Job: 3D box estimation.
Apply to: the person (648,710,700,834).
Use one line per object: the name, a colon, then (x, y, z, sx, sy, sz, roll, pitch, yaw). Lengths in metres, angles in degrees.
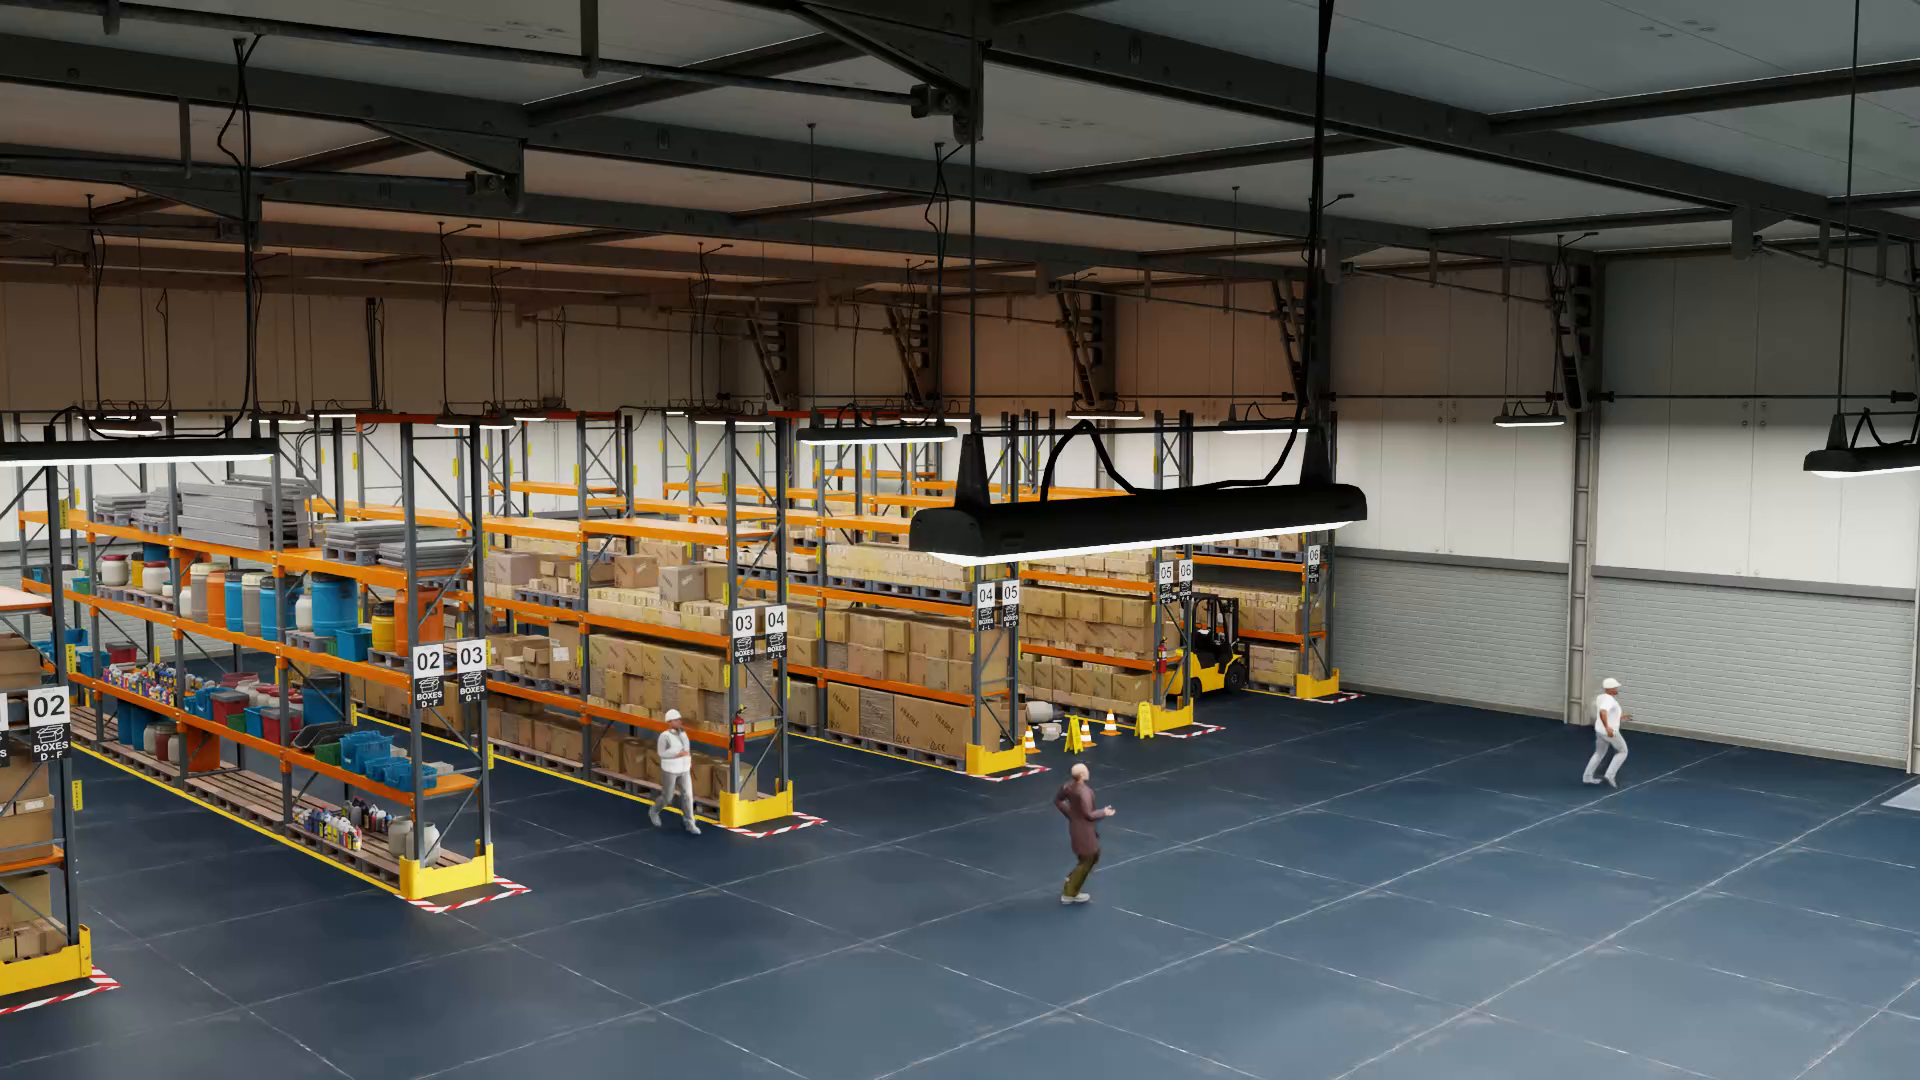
person: (-4.117, 3.332, 24.090, 0.964, 1.759, 0.667, 4, 6, 40)

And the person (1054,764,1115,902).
person: (1.578, 3.654, 20.753, 0.681, 1.768, 0.674, -1, 5, -17)

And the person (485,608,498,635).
person: (-10.436, 2.324, 36.738, 0.583, 1.675, 0.851, -3, 6, -35)

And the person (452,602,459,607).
person: (-11.554, 2.210, 37.867, 0.681, 1.600, 0.954, -2, 6, -27)

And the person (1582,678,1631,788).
person: (10.488, 3.125, 26.868, 0.808, 1.785, 0.669, -1, 5, -6)
